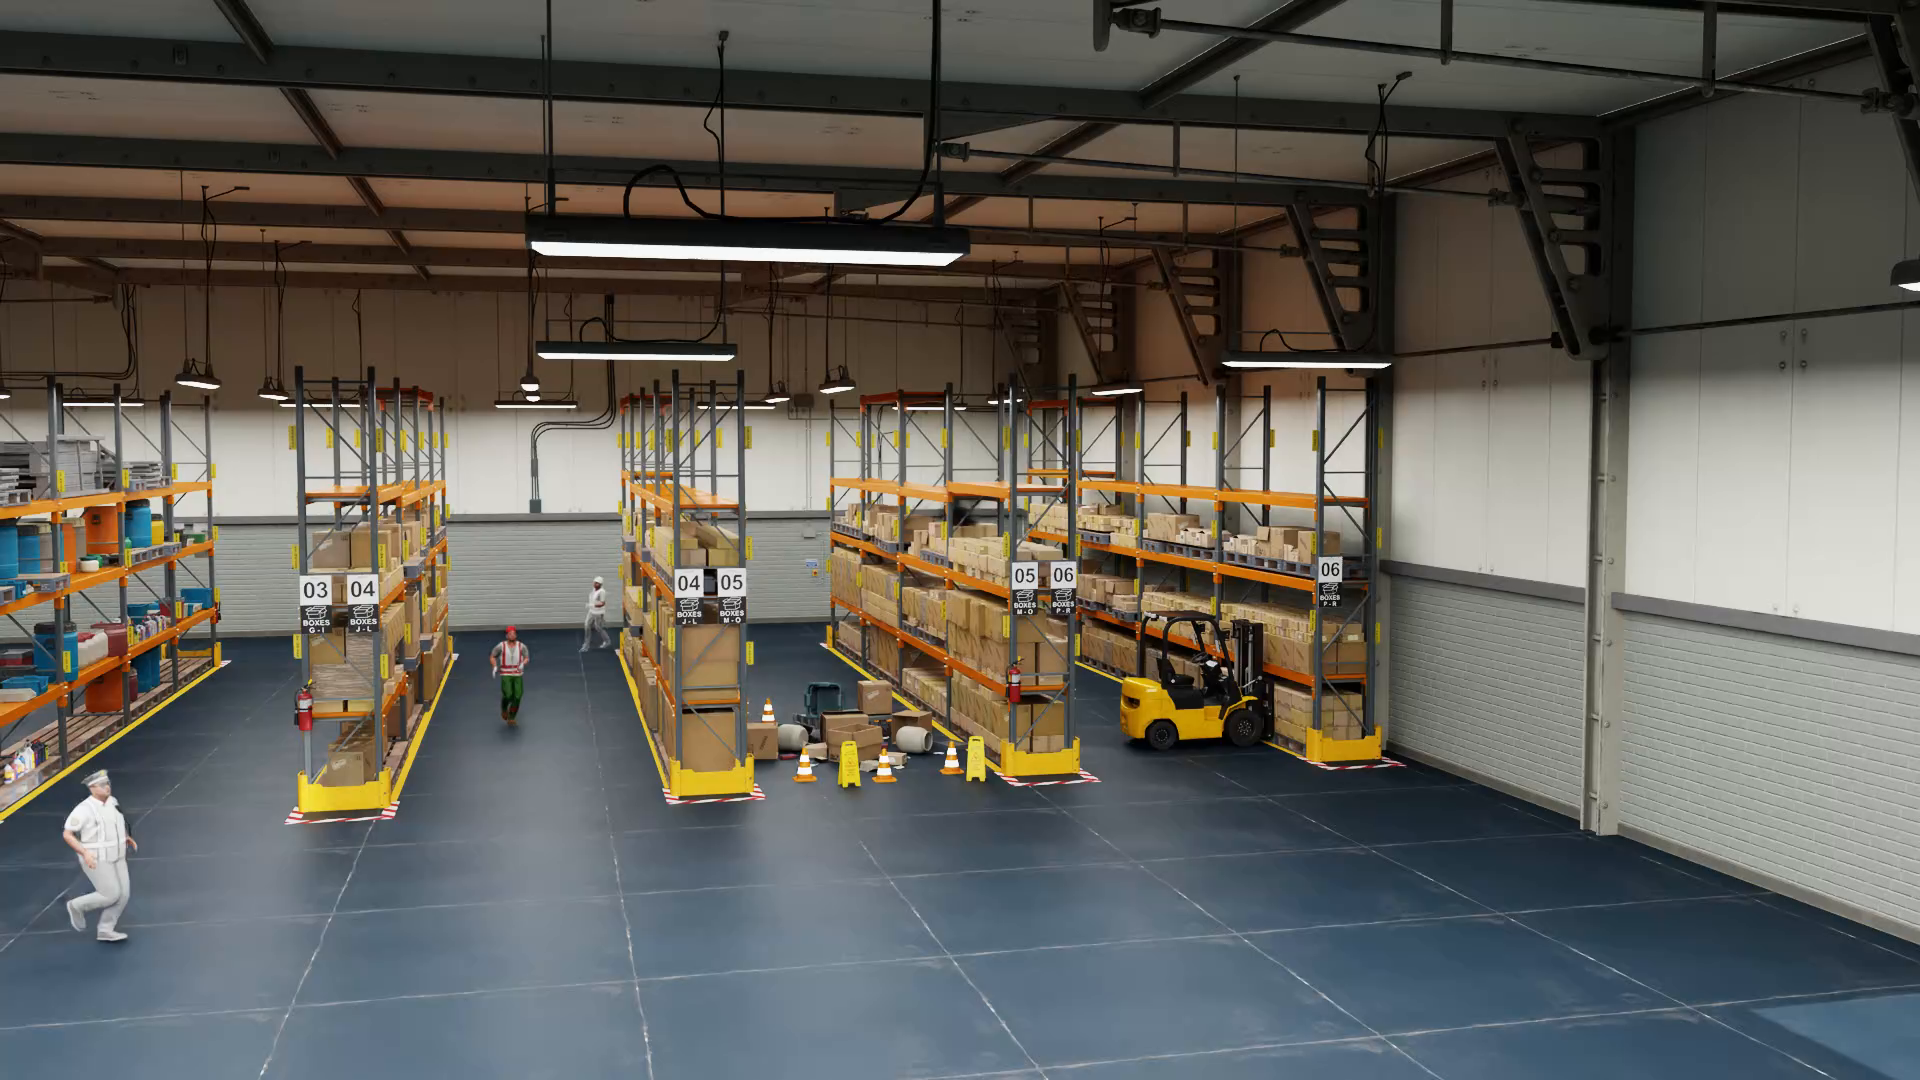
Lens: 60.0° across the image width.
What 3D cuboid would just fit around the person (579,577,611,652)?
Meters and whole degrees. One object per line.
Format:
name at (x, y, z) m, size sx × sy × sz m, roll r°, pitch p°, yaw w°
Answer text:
person at (-8.591, 1.766, 39.499) m, size 0.685 × 1.808 × 0.821 m, roll 3°, pitch 5°, yaw 44°

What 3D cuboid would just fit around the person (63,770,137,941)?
person at (-8.570, 3.149, 16.620) m, size 0.591 × 1.730 × 0.678 m, roll 1°, pitch 4°, yaw 13°

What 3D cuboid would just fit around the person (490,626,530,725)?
person at (-7.860, 2.384, 29.178) m, size 0.650 × 1.740 × 0.577 m, roll -2°, pitch 4°, yaw -26°
